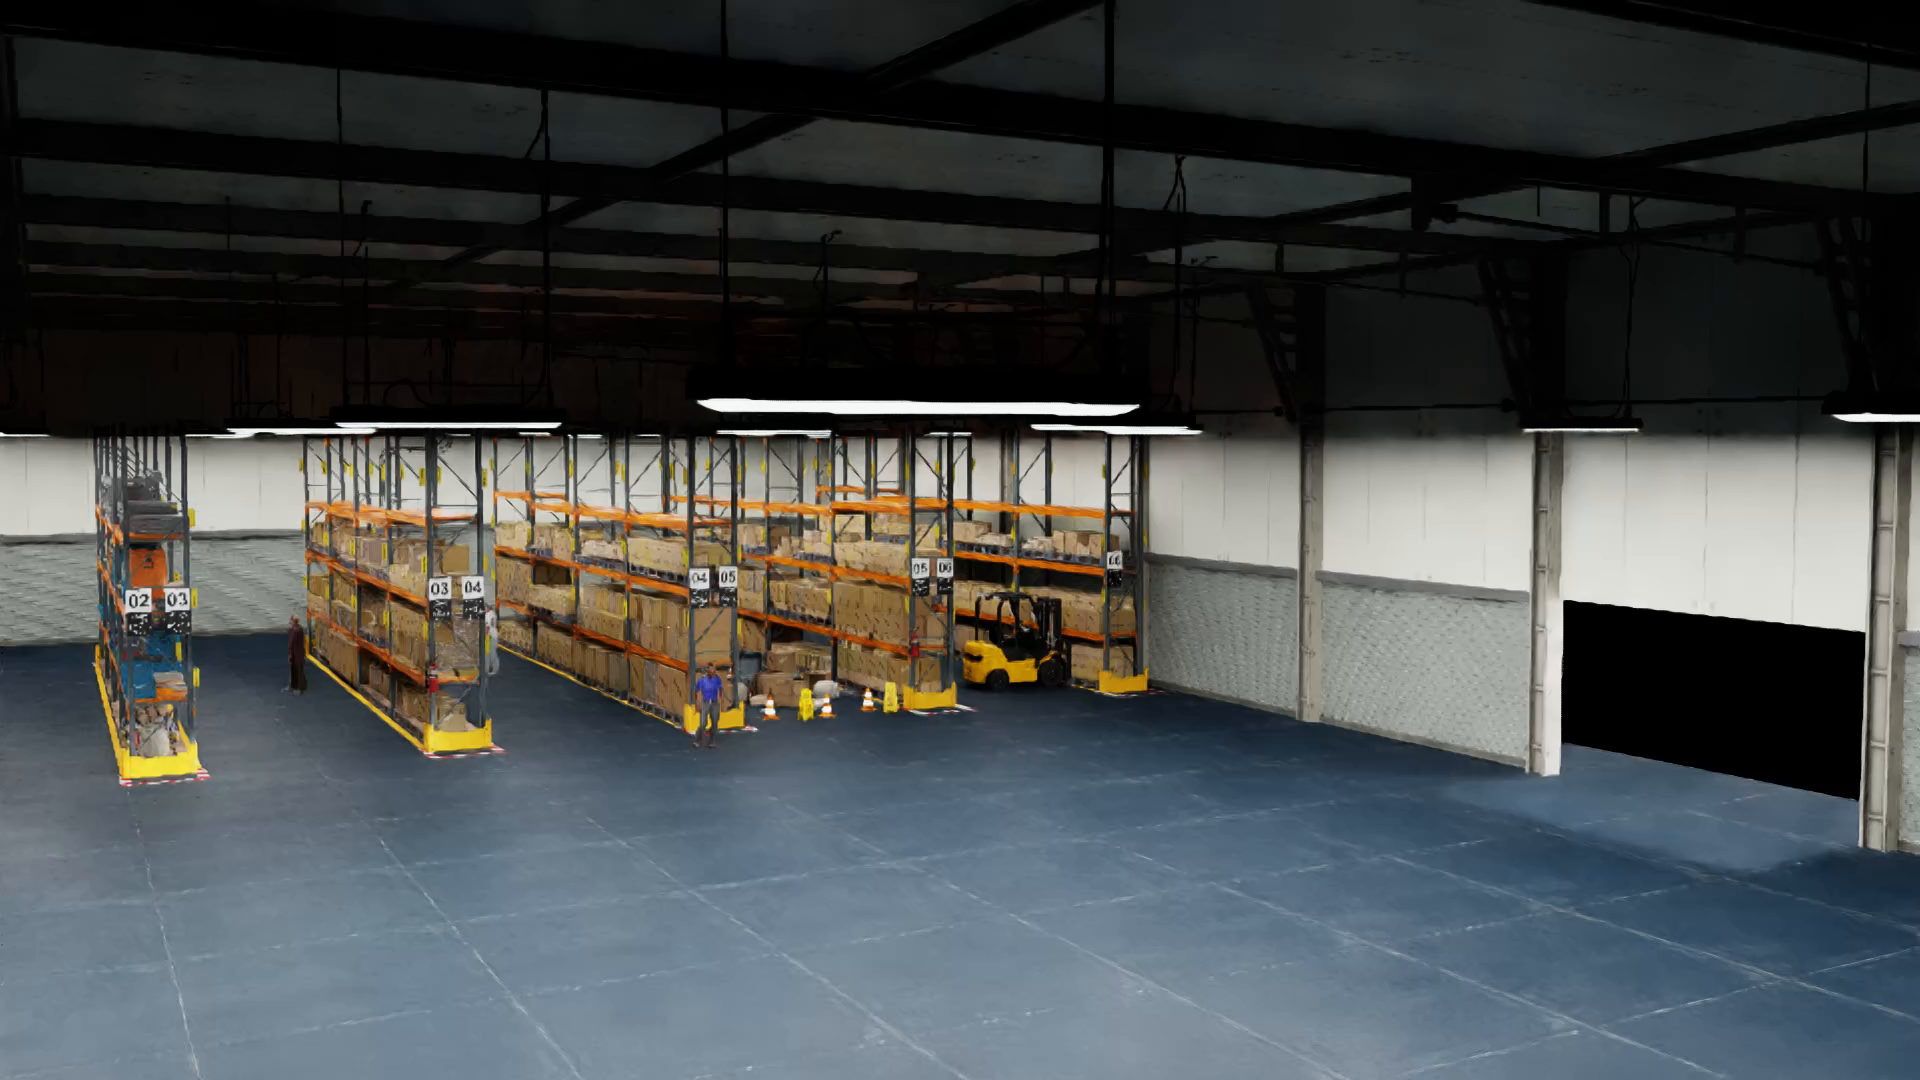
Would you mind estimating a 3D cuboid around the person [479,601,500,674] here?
[{"bbox_3d":[-11.521,2.377,40.591,0.597,1.746,0.668,0,3,-4],"label":"person"}]

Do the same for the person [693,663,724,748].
[{"bbox_3d":[-4.664,3.068,30.827,0.593,1.589,0.515,-2,4,-31],"label":"person"}]

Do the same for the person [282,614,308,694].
[{"bbox_3d":[-14.992,2.551,37.430,0.638,1.773,0.673,0,3,-6],"label":"person"}]
